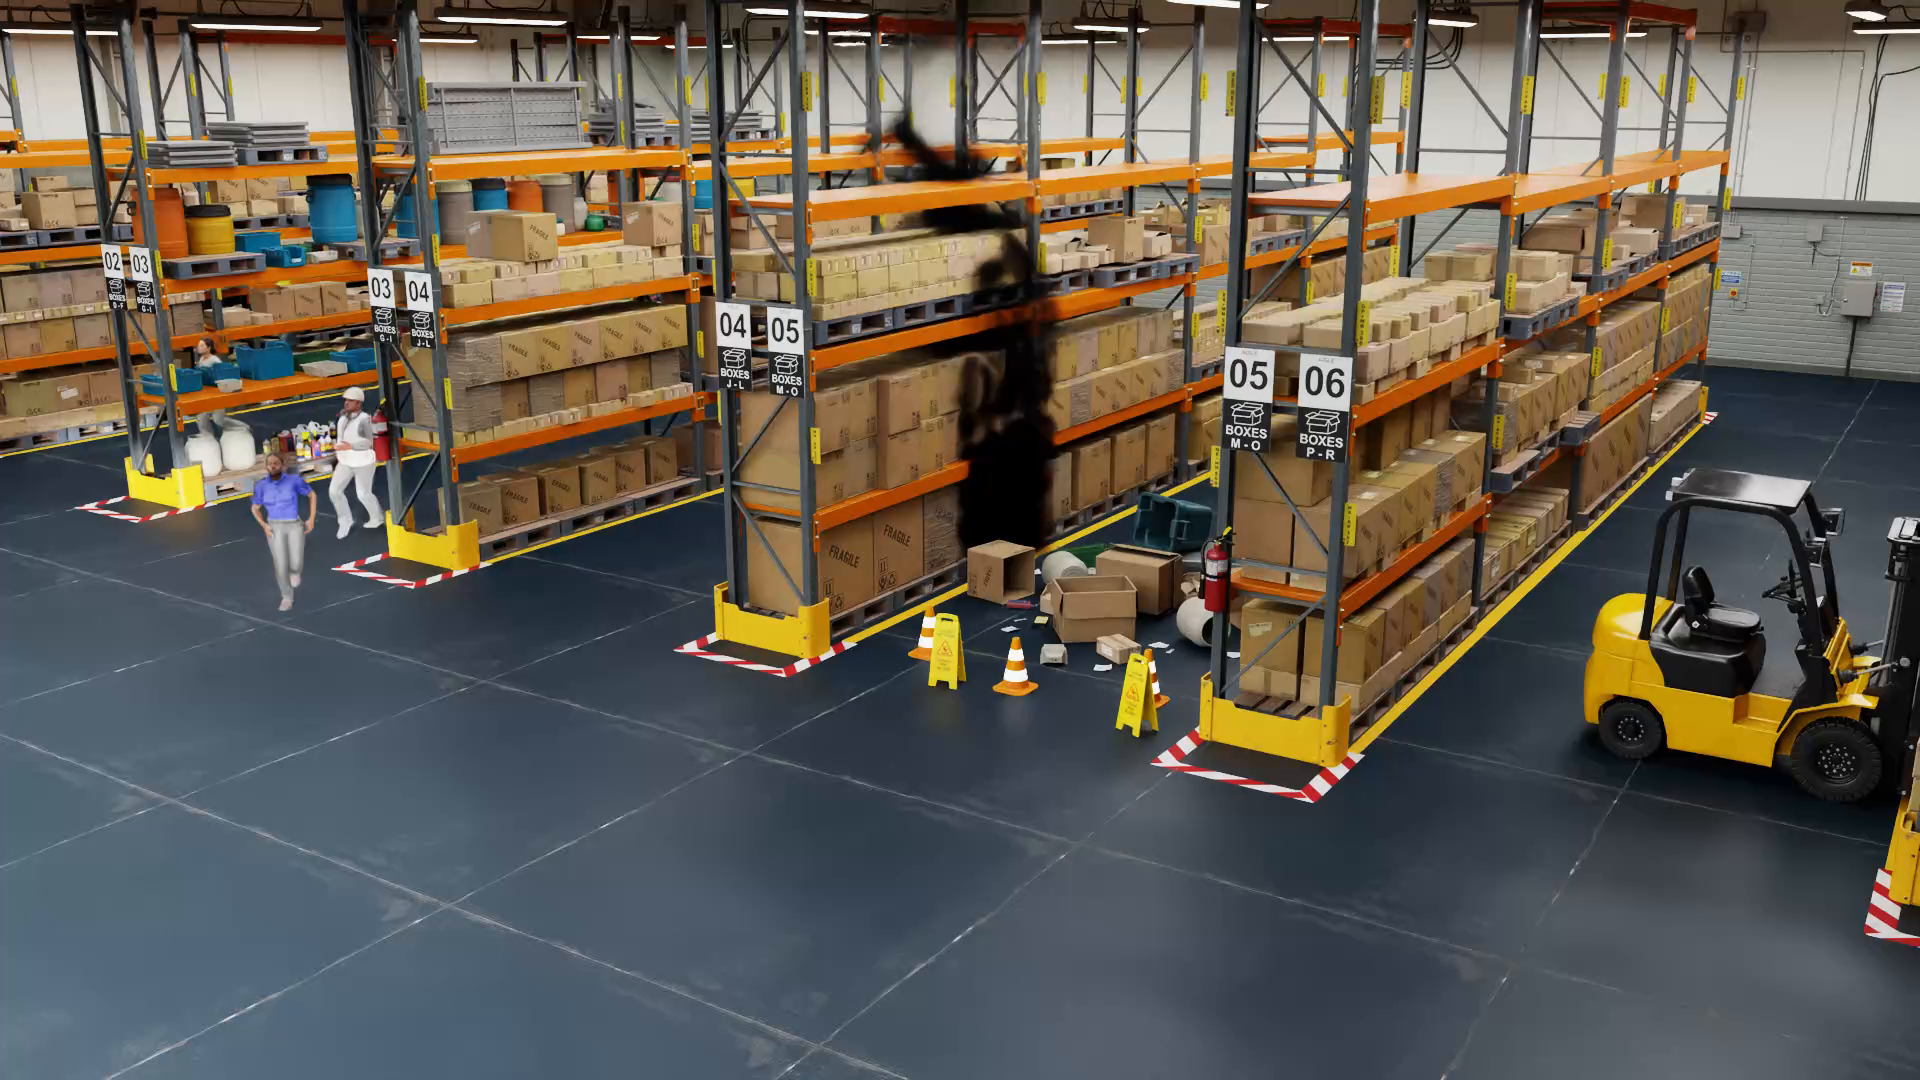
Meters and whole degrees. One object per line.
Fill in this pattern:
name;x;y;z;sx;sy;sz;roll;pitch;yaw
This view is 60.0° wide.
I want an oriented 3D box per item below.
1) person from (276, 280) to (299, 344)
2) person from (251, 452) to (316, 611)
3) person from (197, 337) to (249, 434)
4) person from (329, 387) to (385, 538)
person;-11.979;-3.781;29.550;0.700;1.725;0.571;10;18;32
person;-6.728;-0.093;16.607;0.603;1.623;0.631;-5;16;-17
person;-10.531;-2.052;23.549;0.579;1.667;0.850;8;18;27
person;-6.950;-0.885;19.215;0.638;1.802;0.738;7;17;23
